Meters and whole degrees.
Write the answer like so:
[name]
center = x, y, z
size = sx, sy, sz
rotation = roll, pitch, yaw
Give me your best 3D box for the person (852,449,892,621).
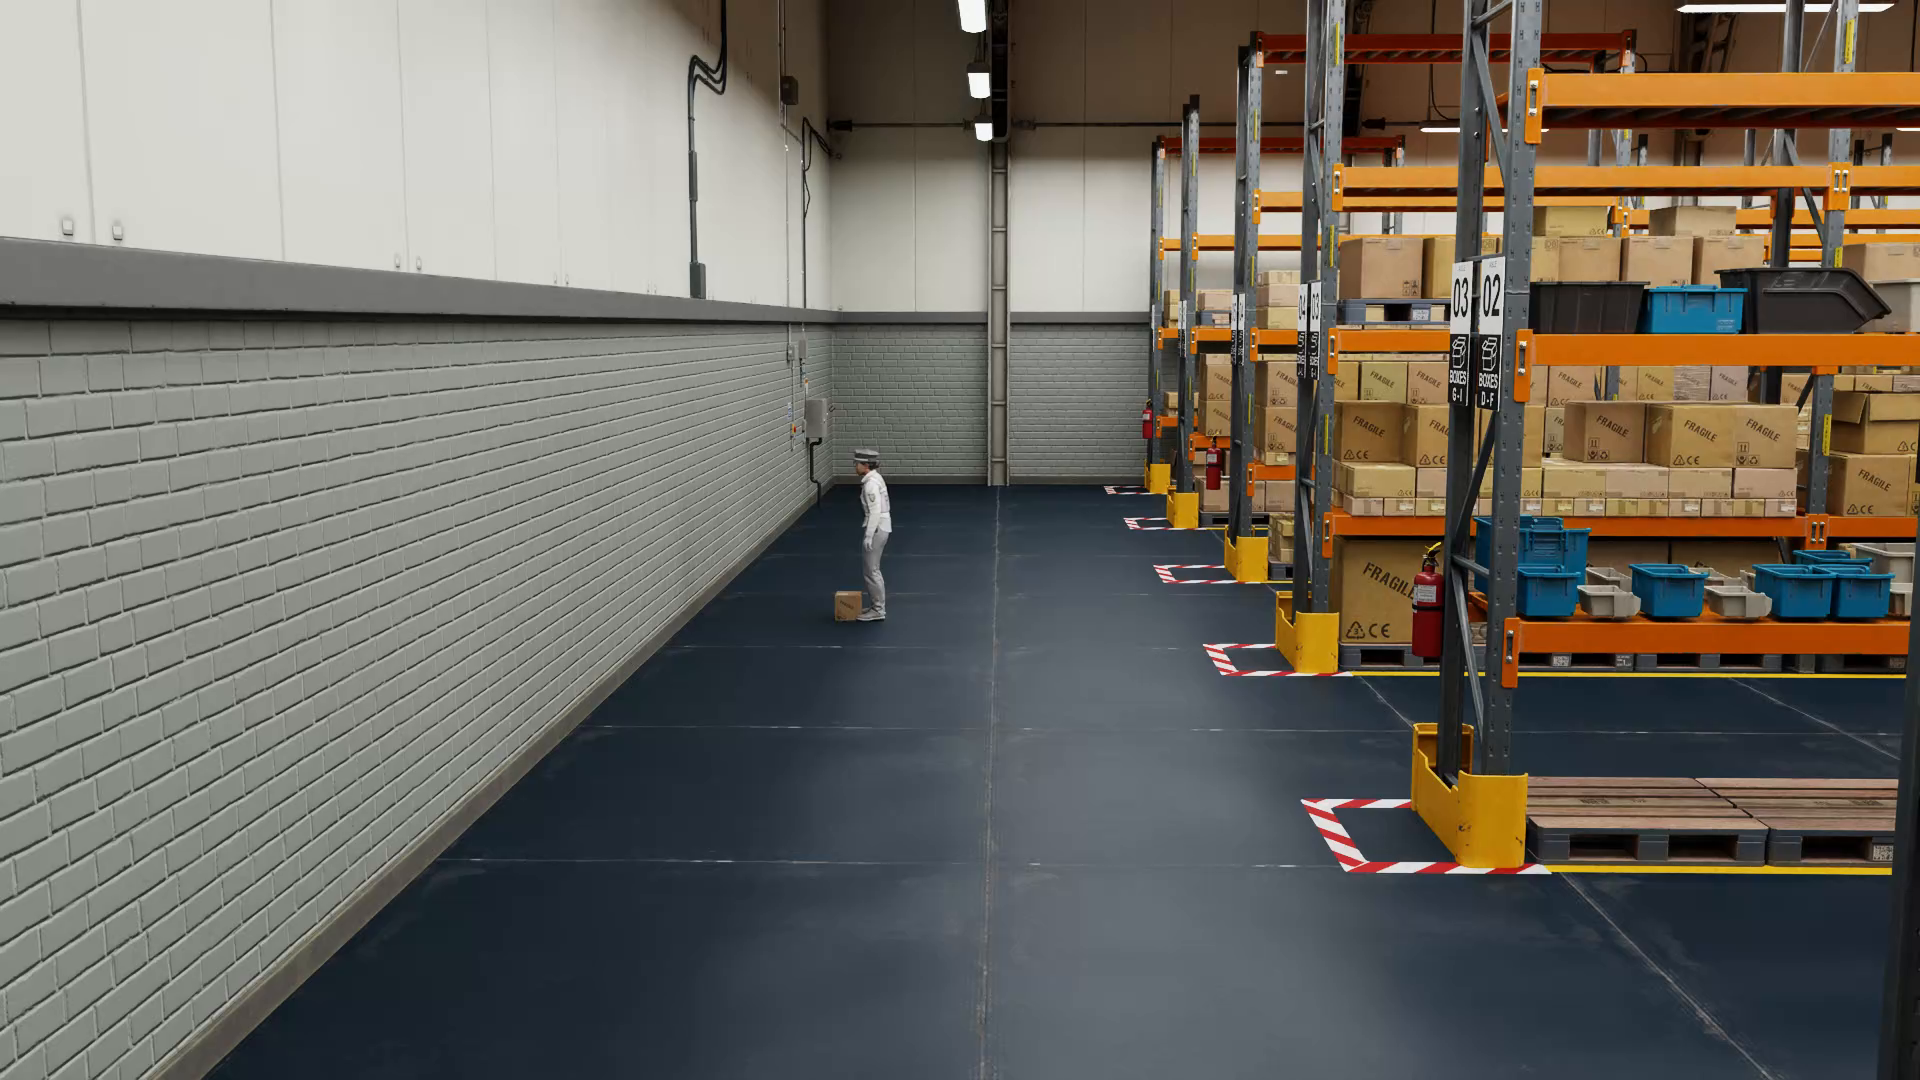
[person]
center = -0.854, -0.054, 16.189
size = 0.378, 1.662, 0.538
rotation = 0, 7, 0
